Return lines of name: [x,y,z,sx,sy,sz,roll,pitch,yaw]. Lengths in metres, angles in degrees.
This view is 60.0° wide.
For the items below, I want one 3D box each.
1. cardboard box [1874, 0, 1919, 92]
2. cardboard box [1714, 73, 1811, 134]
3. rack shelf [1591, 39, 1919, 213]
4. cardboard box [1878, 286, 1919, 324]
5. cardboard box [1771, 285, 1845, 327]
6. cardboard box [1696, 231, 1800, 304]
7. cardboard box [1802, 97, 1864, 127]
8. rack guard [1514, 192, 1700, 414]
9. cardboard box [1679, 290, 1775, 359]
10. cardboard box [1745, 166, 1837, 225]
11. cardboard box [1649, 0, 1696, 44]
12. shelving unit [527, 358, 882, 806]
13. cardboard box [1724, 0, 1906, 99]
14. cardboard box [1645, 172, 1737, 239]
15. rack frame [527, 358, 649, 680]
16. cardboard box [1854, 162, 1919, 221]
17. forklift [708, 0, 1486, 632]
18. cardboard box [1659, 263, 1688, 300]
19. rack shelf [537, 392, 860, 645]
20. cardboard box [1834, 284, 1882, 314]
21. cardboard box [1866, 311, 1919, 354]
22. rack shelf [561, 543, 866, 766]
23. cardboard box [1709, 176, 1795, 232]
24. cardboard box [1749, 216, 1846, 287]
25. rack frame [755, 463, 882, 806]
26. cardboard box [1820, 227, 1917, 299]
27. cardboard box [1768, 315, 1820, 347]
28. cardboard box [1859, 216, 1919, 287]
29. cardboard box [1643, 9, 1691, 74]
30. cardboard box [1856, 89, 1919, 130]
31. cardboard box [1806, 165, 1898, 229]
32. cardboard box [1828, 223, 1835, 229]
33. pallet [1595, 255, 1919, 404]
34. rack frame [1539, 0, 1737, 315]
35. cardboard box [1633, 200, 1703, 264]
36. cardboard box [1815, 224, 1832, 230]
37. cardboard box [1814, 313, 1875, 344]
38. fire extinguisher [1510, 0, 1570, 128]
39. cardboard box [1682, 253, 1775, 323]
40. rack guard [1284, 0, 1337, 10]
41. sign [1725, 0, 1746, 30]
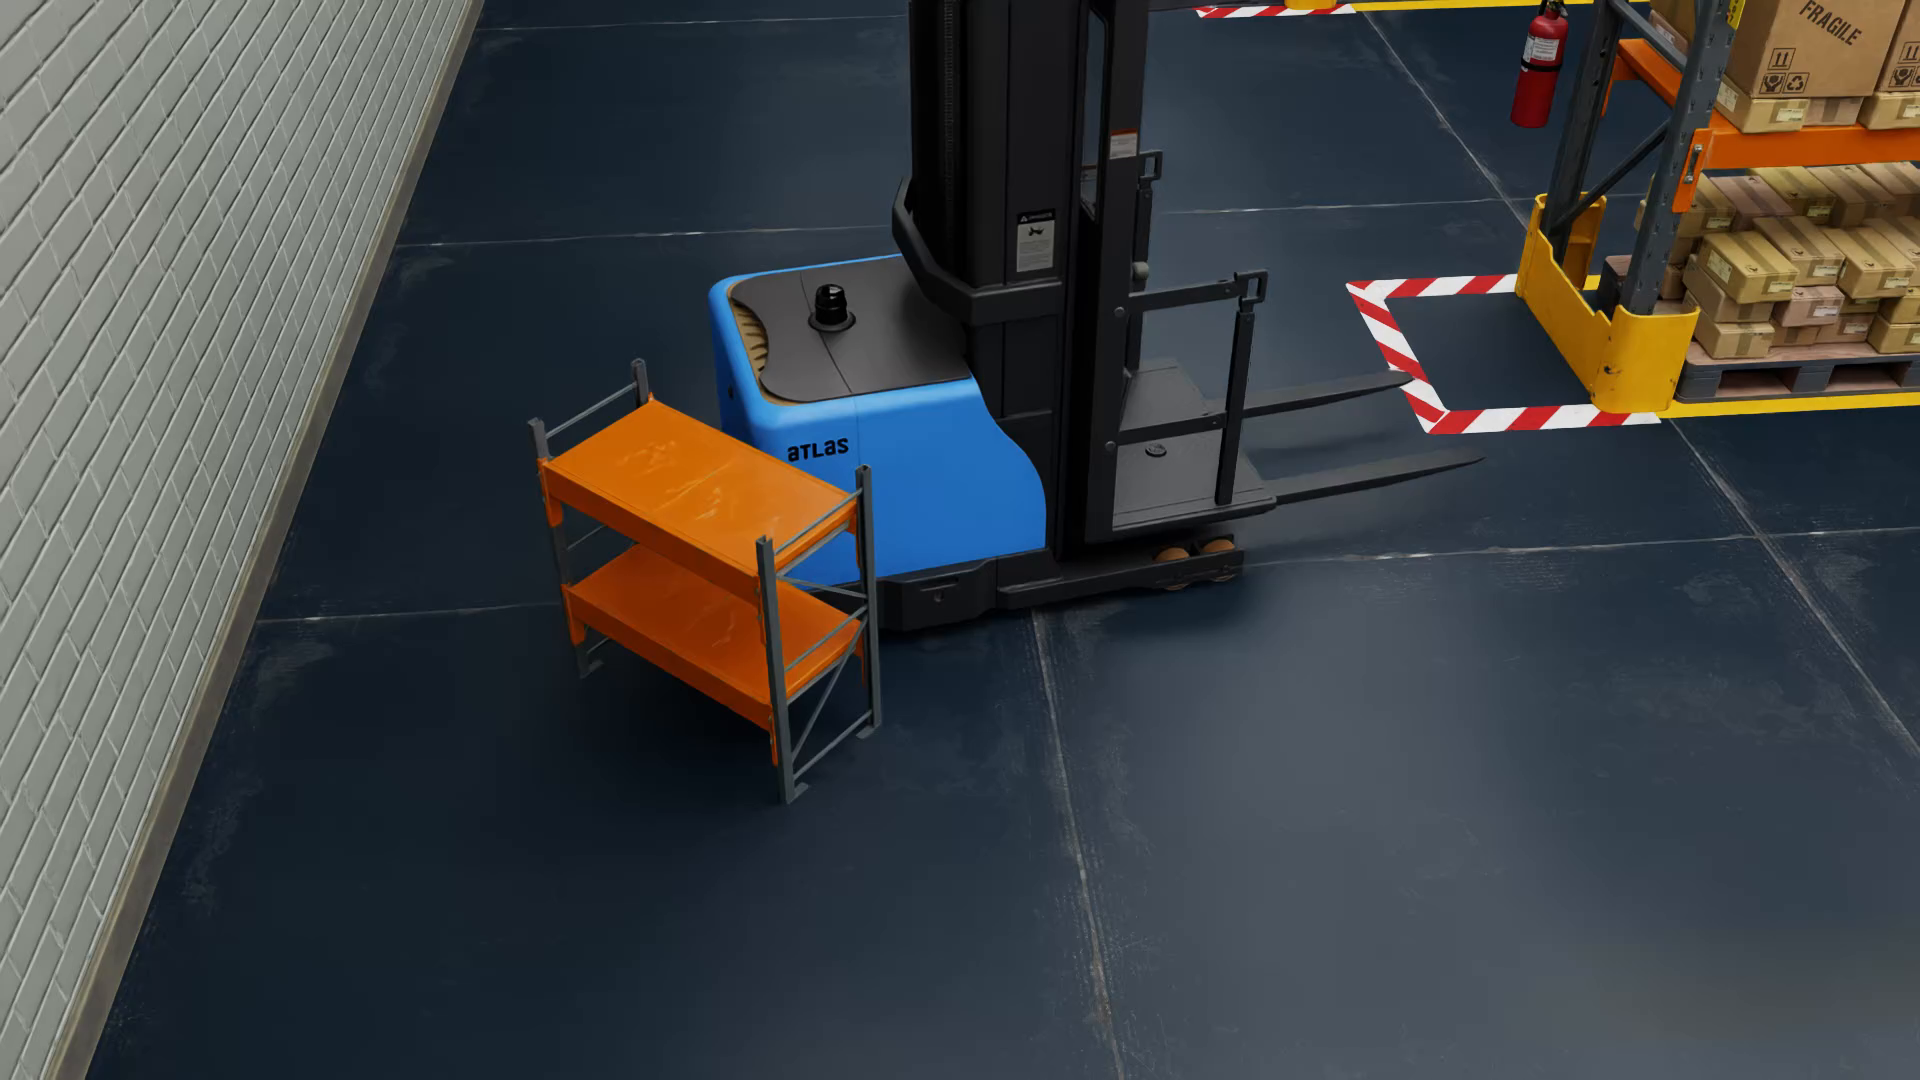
cardboard box: [3.923,-2.162,6.748,0.500,0.500,0.500,-3,38,-4]
cardboard box: [3.272,-1.824,6.842,0.250,0.149,0.380,-3,38,-4]
rack shelf: [4.912,-1.934,7.360,4.000,0.370,1.077,-3,38,-4]
cardboard box: [4.244,-1.135,7.489,0.250,0.149,0.380,-2,38,-3]
cardboard box: [3.743,-1.120,7.470,0.250,0.149,0.380,-3,38,-4]
cardboard box: [3.472,-1.205,7.338,0.250,0.149,0.380,-5,39,-6]
cardboard box: [3.522,-1.863,6.892,0.250,0.149,0.380,-2,38,-2]
rack guard: [2.996,-1.130,7.778,0.348,0.500,1.175,-3,38,-4]
cardboard box: [3.471,-0.984,7.537,0.250,0.149,0.380,-2,38,-3]
cardboard box: [3.927,-1.642,7.892,0.250,0.149,0.380,-4,38,-5]
cardboard box: [3.345,-2.446,7.108,0.500,0.500,0.500,-2,38,-3]
shelving unit: [-0.845,0.135,5.671,1.048,1.125,0.538,26,45,29]
cardboard box: [3.392,-2.117,6.690,0.500,0.500,0.500,-1,38,-2]
cardboard box: [3.425,-1.571,7.802,0.250,0.149,0.380,-3,38,-3]
rack frame: [-1.247,-0.058,5.915,0.032,1.125,0.500,26,45,29]
cardboard box: [4.453,-1.666,7.923,0.250,0.149,0.380,-2,38,-2]
forklift: [0.613,-1.259,5.979,3.031,2.935,1.130,-10,39,-12]
cardboard box: [3.426,-1.310,7.951,0.250,0.149,0.380,-3,38,-3]
rack shelf: [-0.845,-0.095,5.489,1.000,0.278,0.538,26,45,29]
cardboard box: [3.979,-1.188,7.556,0.250,0.149,0.380,-3,38,-3]
cardboard box: [4.235,-1.013,7.574,0.250,0.149,0.380,-3,38,-3]
rack shelf: [-0.845,0.327,5.822,1.000,0.278,0.538,26,45,29]
cardboard box: [3.681,-1.550,7.775,0.250,0.149,0.380,-2,38,-3]
cardboard box: [3.736,-1.294,7.451,0.250,0.149,0.380,-2,38,-3]
rack frame: [-0.443,0.328,5.426,0.032,1.125,0.500,26,45,29]
cardboard box: [3.999,-1.229,7.368,0.250,0.149,0.380,-3,38,-4]
cardboard box: [3.724,-1.048,7.620,0.250,0.149,0.380,-3,38,-4]
cardboard box: [4.238,-1.294,7.450,0.250,0.149,0.380,-5,39,-6]
cardboard box: [3.220,-2.200,7.320,0.250,0.149,0.380,-3,38,-4]
cardboard box: [3.795,-1.845,6.869,0.250,0.149,0.380,-4,38,-5]
cardboard box: [4.191,-1.617,7.860,0.250,0.149,0.380,-5,39,-6]
cardboard box: [4.215,-1.455,7.895,0.250,0.149,0.380,-4,38,-5]
pallet: [3.808,-1.039,7.896,1.213,0.211,1.003,-3,38,-4]
rack frame: [2.920,-2.107,6.998,0.127,3.000,1.000,-3,38,-4]
cardboard box: [3.421,-1.474,7.919,0.250,0.149,0.380,-4,38,-5]
cardboard box: [3.938,-1.504,7.957,0.250,0.149,0.380,-5,39,-6]
cardboard box: [3.971,-1.066,7.642,0.250,0.149,0.380,-3,38,-3]
fire extinguisher: [2.629,-2.201,7.481,0.183,0.674,0.296,-3,38,-4]
cardboard box: [3.465,-1.139,7.495,0.250,0.149,0.380,-2,38,-2]
rack guard: [2.357,-4.173,11.635,0.348,0.500,1.175,-3,38,-4]
sign: [2.969,-2.112,6.306,0.005,0.325,0.100,-3,38,-4]
